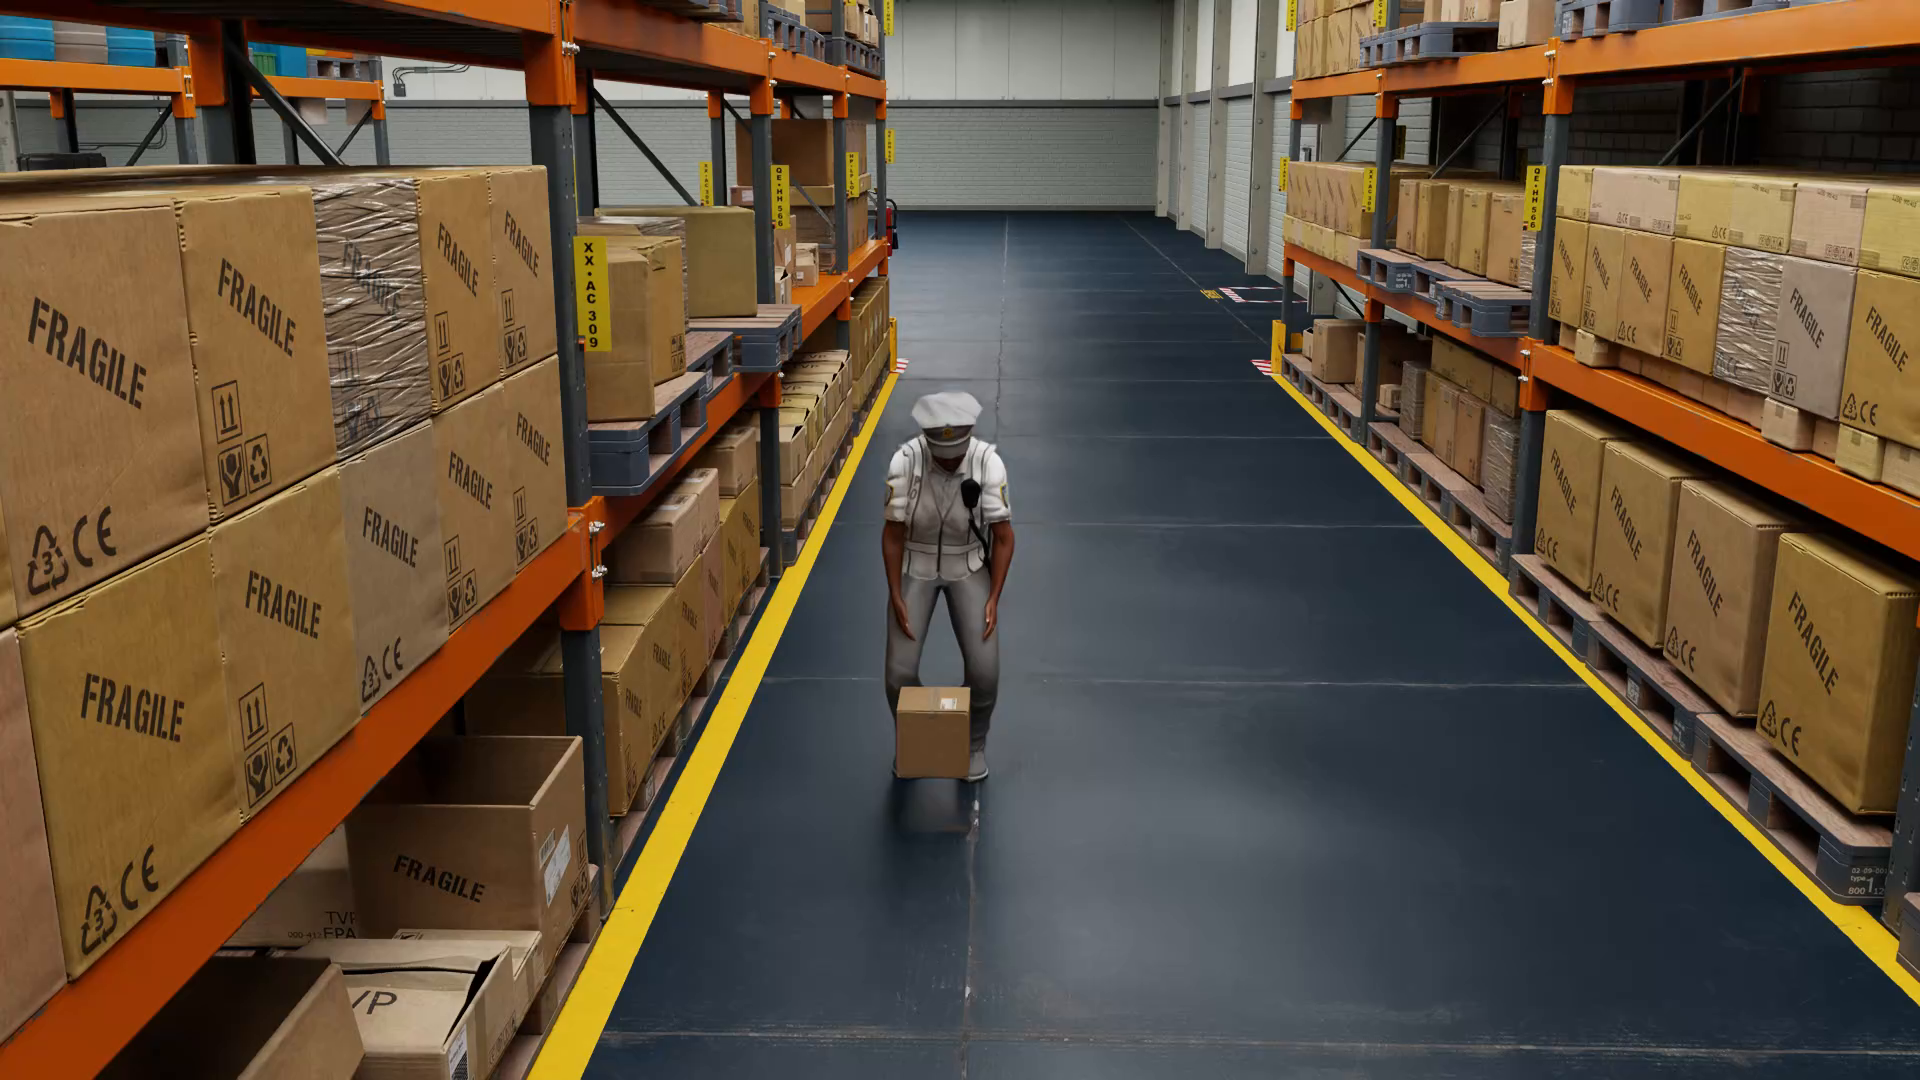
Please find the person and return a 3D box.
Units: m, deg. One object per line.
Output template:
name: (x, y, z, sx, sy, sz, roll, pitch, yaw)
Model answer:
person: (-0.042, 0.172, 6.205, 0.490, 1.487, 0.628, 1, 14, 3)
